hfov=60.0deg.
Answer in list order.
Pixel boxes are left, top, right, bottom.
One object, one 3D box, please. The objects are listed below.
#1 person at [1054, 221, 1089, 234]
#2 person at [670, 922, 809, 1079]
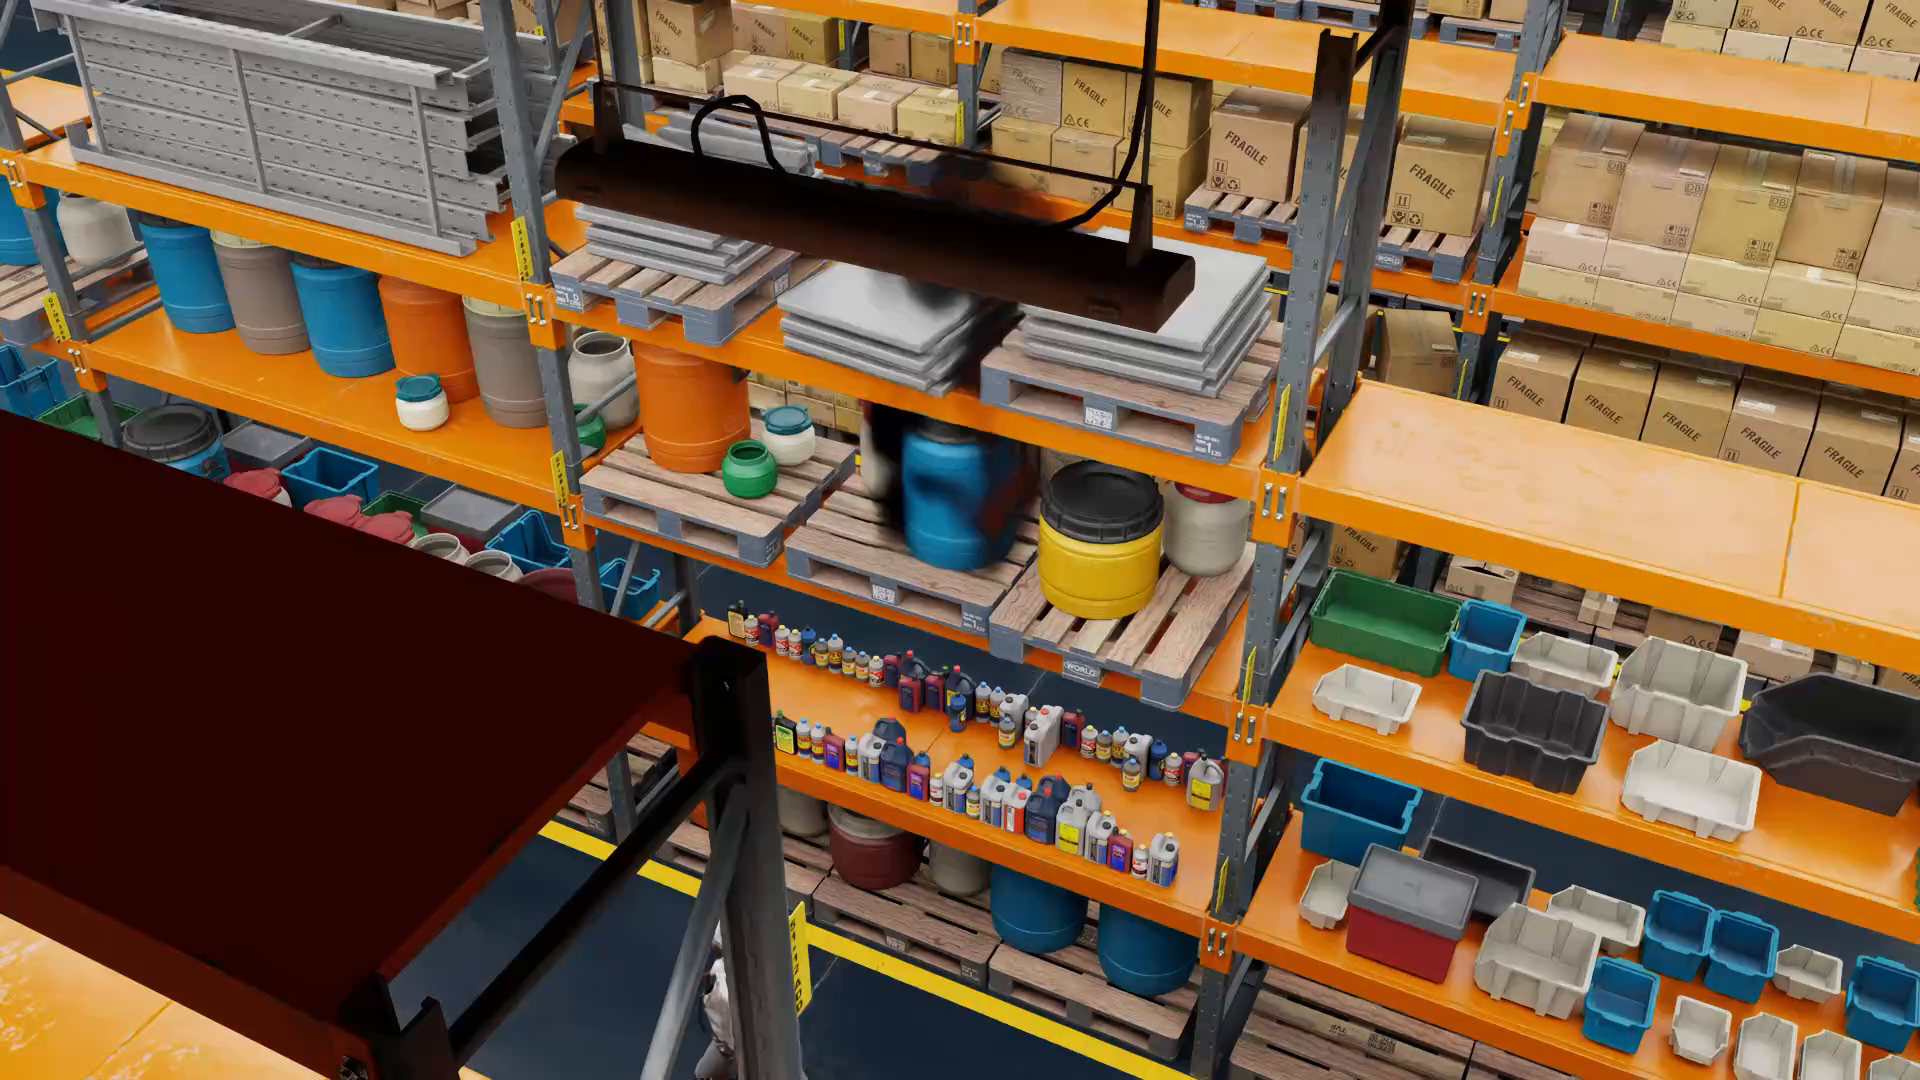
[{"bbox_3d":[1.092,-2.434,15.947,0.856,1.621,0.571,12,37,17],"label":"person"},{"bbox_3d":[-1.107,2.601,8.695,0.845,1.748,0.561,9,36,13],"label":"person"}]
